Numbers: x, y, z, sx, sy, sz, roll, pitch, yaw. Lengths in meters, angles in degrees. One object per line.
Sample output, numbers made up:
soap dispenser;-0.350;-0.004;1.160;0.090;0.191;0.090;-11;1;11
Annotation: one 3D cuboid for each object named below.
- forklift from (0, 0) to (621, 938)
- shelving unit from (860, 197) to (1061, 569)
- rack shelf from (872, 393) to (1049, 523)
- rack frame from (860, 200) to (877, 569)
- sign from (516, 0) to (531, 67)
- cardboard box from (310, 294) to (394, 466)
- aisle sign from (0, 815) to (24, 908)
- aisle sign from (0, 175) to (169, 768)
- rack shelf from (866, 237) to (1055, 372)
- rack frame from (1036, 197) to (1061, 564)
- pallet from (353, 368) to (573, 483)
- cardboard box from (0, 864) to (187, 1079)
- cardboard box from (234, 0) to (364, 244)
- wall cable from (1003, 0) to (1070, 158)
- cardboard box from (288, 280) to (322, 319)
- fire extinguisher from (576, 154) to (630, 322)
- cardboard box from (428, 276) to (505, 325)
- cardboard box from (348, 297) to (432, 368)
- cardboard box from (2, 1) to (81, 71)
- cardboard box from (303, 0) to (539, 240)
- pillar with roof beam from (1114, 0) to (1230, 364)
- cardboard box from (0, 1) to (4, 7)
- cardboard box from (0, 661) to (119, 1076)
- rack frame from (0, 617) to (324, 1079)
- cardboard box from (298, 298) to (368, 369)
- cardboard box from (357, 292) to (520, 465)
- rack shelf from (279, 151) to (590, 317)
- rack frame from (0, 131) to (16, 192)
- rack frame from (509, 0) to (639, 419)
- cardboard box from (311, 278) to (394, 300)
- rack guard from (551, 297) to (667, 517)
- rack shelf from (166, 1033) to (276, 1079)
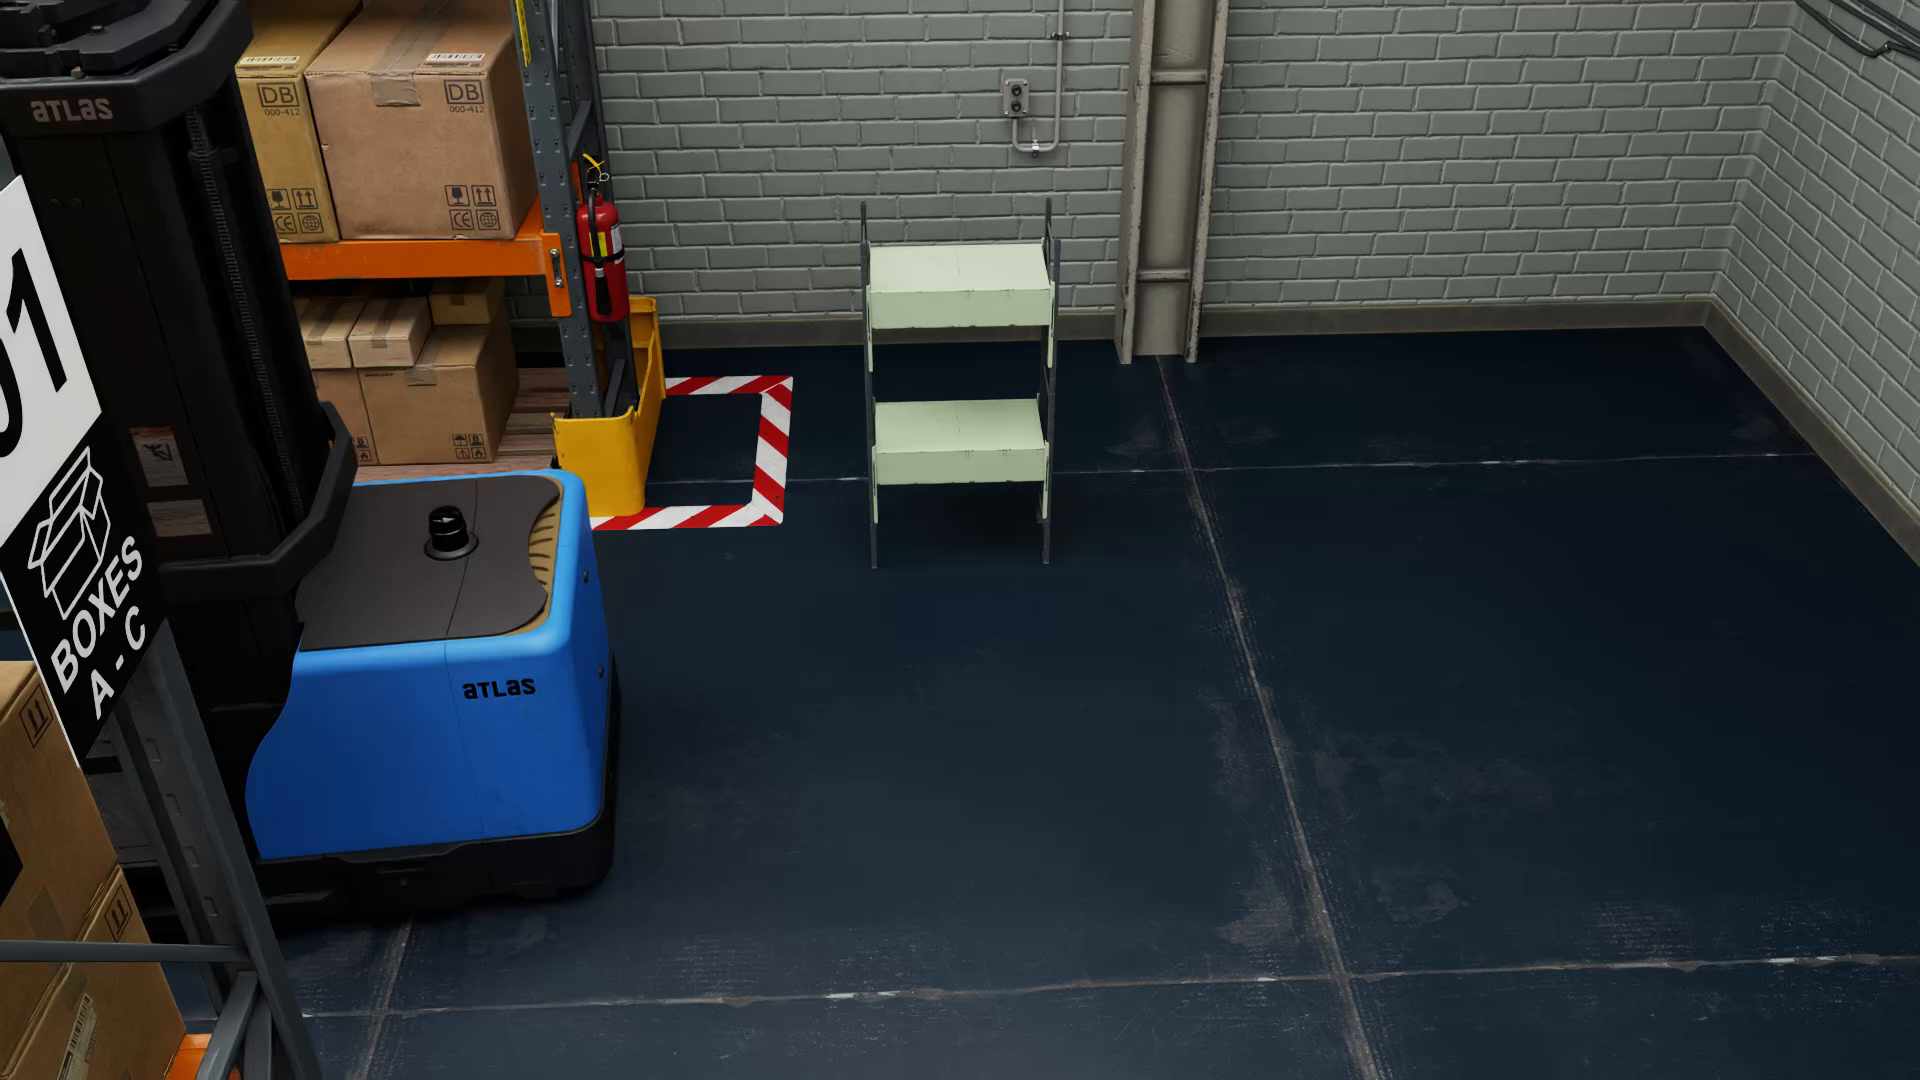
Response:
forklift;-2.722;-0.195;4.956;3.031;2.935;1.130;-4;35;-6
shelving unit;-0.007;-0.617;6.823;0.755;1.500;0.431;-2;35;-2
rack shelf;-0.007;-0.348;7.008;0.720;0.370;0.431;-2;35;-2
rack frame;-0.372;-0.607;6.809;0.023;1.500;0.400;-2;35;-2
sign;-1.627;-1.933;6.182;0.005;0.325;0.100;-2;35;-2
cardboard box;-2.833;-0.724;7.488;0.500;0.500;0.700;-2;35;-2
aisle sign;-1.318;0.251;1.967;0.004;0.787;0.394;-2;35;-2
aisle sign;-1.346;-0.090;2.460;0.004;0.787;0.394;-2;35;-2
rack shelf;-0.007;-0.937;6.601;0.720;0.370;0.431;-2;35;-2
rack frame;0.359;-0.626;6.837;0.023;1.500;0.400;-2;35;-2
pallet;-2.434;-0.456;7.723;1.213;0.211;1.003;-2;35;-2
cardboard box;-1.856;0.968;3.127;0.500;0.500;0.500;-1;35;-1
cardboard box;-2.874;-1.746;6.874;0.700;0.700;0.980;-2;35;-3
wall cable;-0.404;-2.658;7.563;1.851;1.984;0.084;-2;35;-2
cardboard box;-2.974;-1.101;7.462;0.250;0.149;0.380;-1;35;-2
fire extinguisher;-1.466;-1.225;6.780;0.183;0.674;0.296;-2;35;-2
cardboard box;-2.218;-1.121;7.492;0.250;0.149;0.380;-1;35;-2
cardboard box;-2.453;-0.897;7.168;0.250;0.149;0.380;-2;35;-3
cardboard box;-3.636;-1.731;6.852;0.700;0.700;0.980;-3;35;-5
cardboard box;-2.148;-1.772;6.911;0.700;0.700;0.980;0;35;0
pillar with roof beam;1.221;-2.253;2.597;0.400;9.000;9.100;-2;35;-2
cardboard box;-4.362;-1.706;6.815;0.700;0.700;0.980;-2;35;-3
cardboard box;-1.856;0.557;2.843;0.500;0.500;0.500;-1;35;-1
rack frame;-1.400;1.147;2.956;0.127;3.000;1.000;-2;35;-2
cardboard box;-2.708;-0.890;7.157;0.250;0.149;0.380;-1;35;-1
cardboard box;-2.333;-0.737;7.507;0.500;0.500;0.700;-2;35;-2
rack shelf;-3.636;-1.319;7.152;4.000;0.370;1.077;-2;35;-2
rack frame;-1.400;-1.320;1.249;0.127;3.000;1.000;-2;35;-2
rack frame;-1.639;-1.668;7.025;0.127;3.000;1.000;-2;35;-2
cardboard box;-2.724;-1.107;7.471;0.250;0.149;0.380;-1;35;-2
rack guard;-1.615;-0.641;7.737;0.348;0.500;1.175;-2;35;-2
rack shelf;-3.398;1.497;3.083;4.000;0.370;1.077;-2;35;-2
